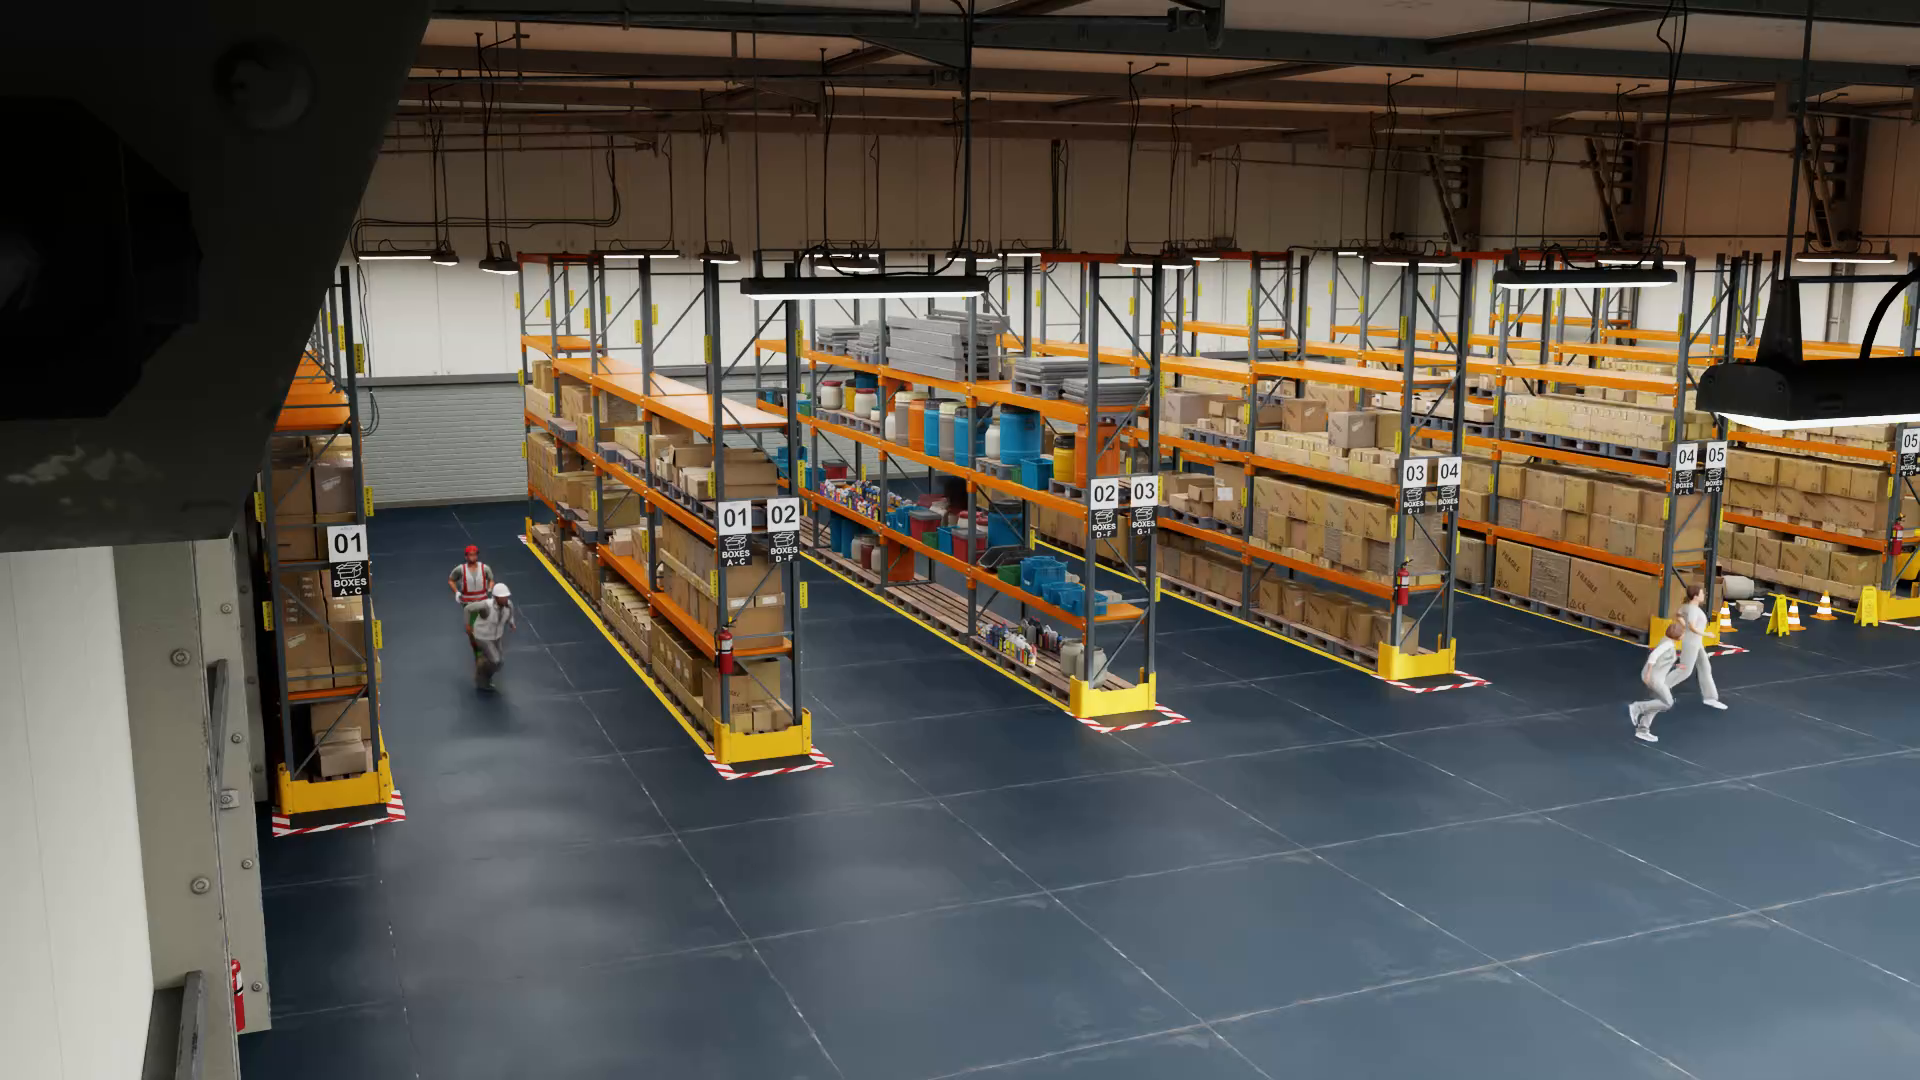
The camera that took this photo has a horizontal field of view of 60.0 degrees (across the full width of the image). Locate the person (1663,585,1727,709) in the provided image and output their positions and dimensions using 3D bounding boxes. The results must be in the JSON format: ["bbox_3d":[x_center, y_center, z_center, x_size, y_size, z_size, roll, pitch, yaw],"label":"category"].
[{"bbox_3d":[9.924,1.429,22.535,0.975,1.666,0.607,4,11,22],"label":"person"}]

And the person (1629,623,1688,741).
[{"bbox_3d":[8.855,1.802,21.076,0.666,1.520,0.527,2,11,11],"label":"person"}]

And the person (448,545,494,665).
[{"bbox_3d":[-7.327,0.947,25.021,0.649,1.774,0.845,-5,12,-27],"label":"person"}]

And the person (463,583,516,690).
[{"bbox_3d":[-6.540,1.362,23.154,0.867,1.599,0.684,8,13,39],"label":"person"}]
